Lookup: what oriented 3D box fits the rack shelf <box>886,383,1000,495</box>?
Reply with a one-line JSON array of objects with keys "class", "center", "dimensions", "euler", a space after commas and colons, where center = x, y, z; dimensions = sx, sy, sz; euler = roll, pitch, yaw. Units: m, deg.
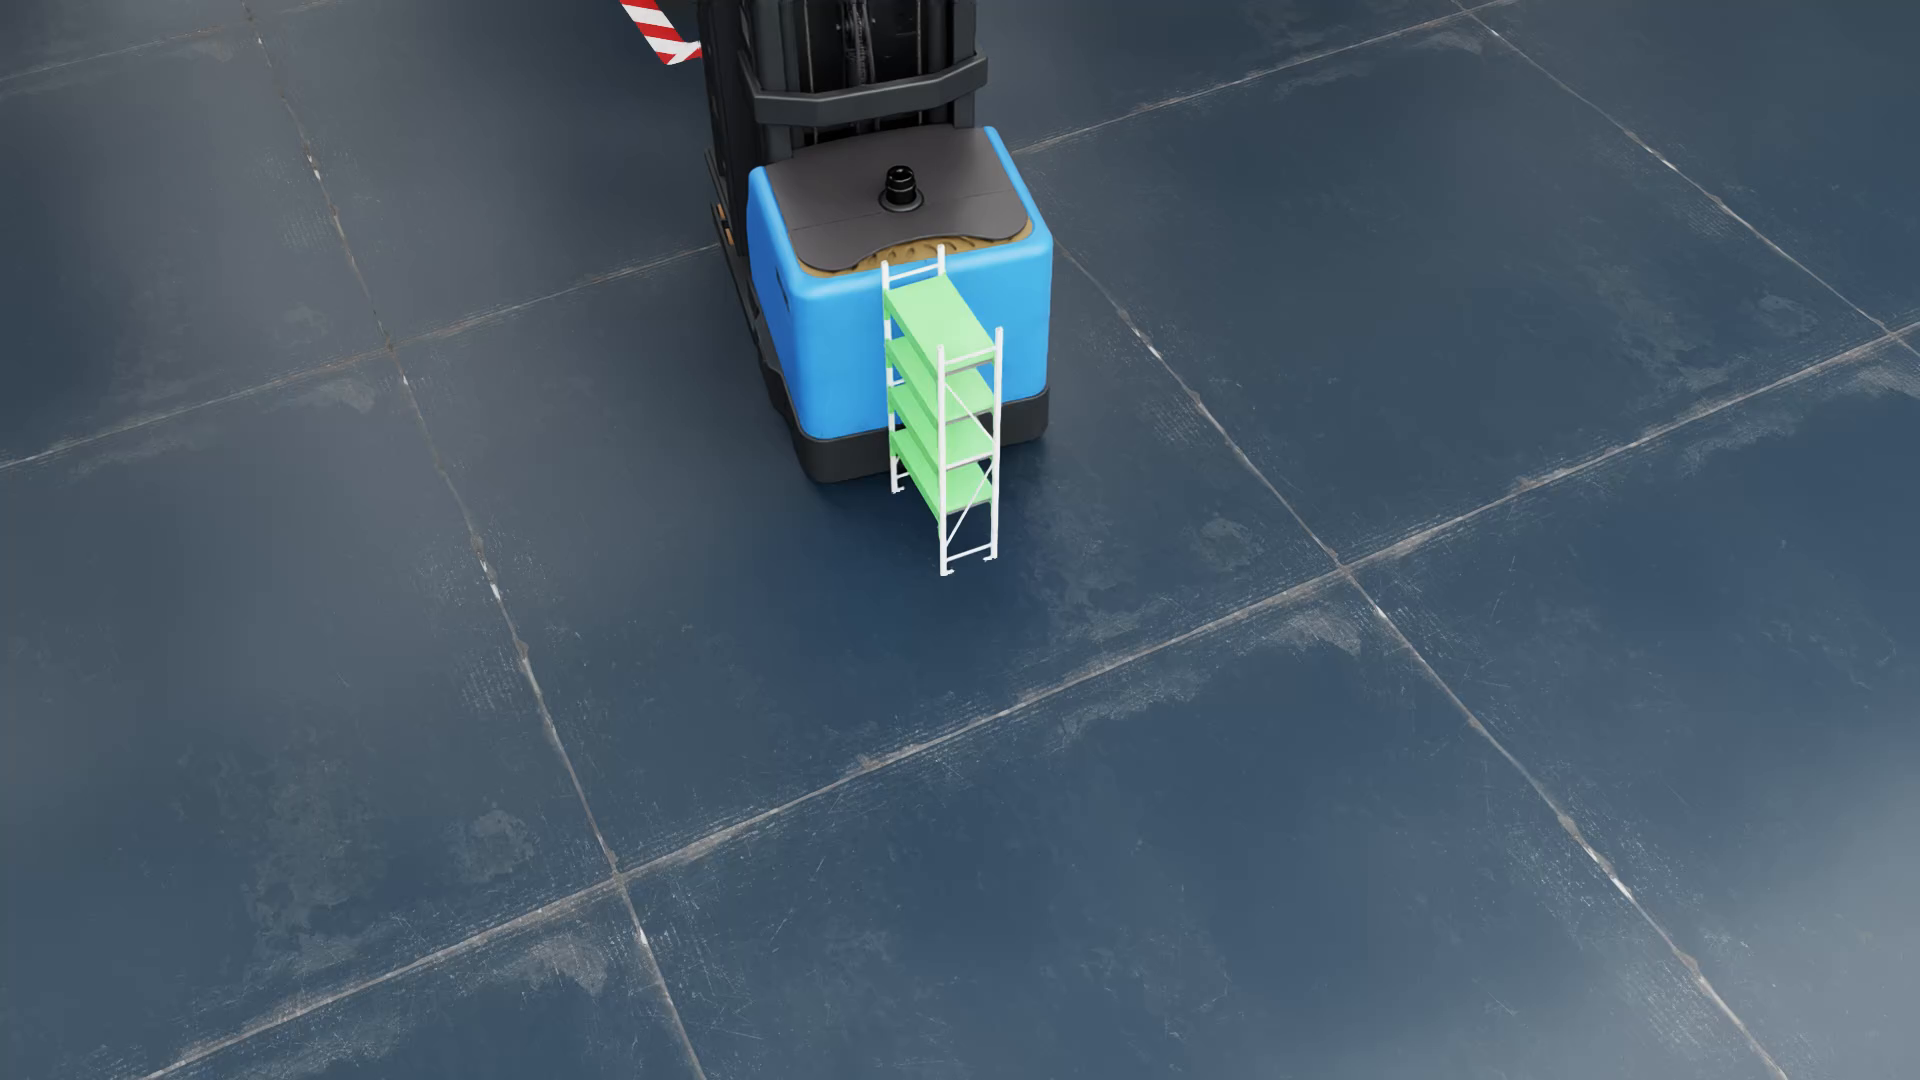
[{"class": "rack shelf", "center": [-0.067, -0.417, 6.295], "dimensions": [0.258, 0.148, 0.480], "euler": [-19, 51, -16]}]

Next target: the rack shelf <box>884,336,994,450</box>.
[{"class": "rack shelf", "center": [-0.067, -0.575, 6.115], "dimensions": [0.258, 0.148, 0.480], "euler": [-19, 51, -16]}]

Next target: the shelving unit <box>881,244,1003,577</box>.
[{"class": "shelving unit", "center": [-0.067, -0.459, 6.247], "dimensions": [0.258, 1.200, 0.503], "euler": [-19, 51, -16]}]

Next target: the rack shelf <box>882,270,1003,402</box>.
[{"class": "rack shelf", "center": [-0.067, -0.733, 5.934], "dimensions": [0.258, 0.148, 0.480], "euler": [-19, 51, -16]}]

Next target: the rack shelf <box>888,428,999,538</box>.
[{"class": "rack shelf", "center": [-0.067, -0.259, 6.476], "dimensions": [0.258, 0.148, 0.480], "euler": [-19, 51, -16]}]

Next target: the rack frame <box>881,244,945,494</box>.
[{"class": "rack frame", "center": [-0.168, -0.626, 6.393], "dimensions": [0.240, 1.200, 0.015], "euler": [-19, 51, -16]}]

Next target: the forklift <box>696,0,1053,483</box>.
[{"class": "forklift", "center": [-0.543, -2.333, 6.736], "dimensions": [1.130, 2.935, 3.031], "euler": [-13, 50, -11]}]

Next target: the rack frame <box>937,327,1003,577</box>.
[{"class": "rack frame", "center": [0.034, -0.292, 6.101], "dimensions": [0.240, 1.200, 0.015], "euler": [-19, 51, -16]}]
